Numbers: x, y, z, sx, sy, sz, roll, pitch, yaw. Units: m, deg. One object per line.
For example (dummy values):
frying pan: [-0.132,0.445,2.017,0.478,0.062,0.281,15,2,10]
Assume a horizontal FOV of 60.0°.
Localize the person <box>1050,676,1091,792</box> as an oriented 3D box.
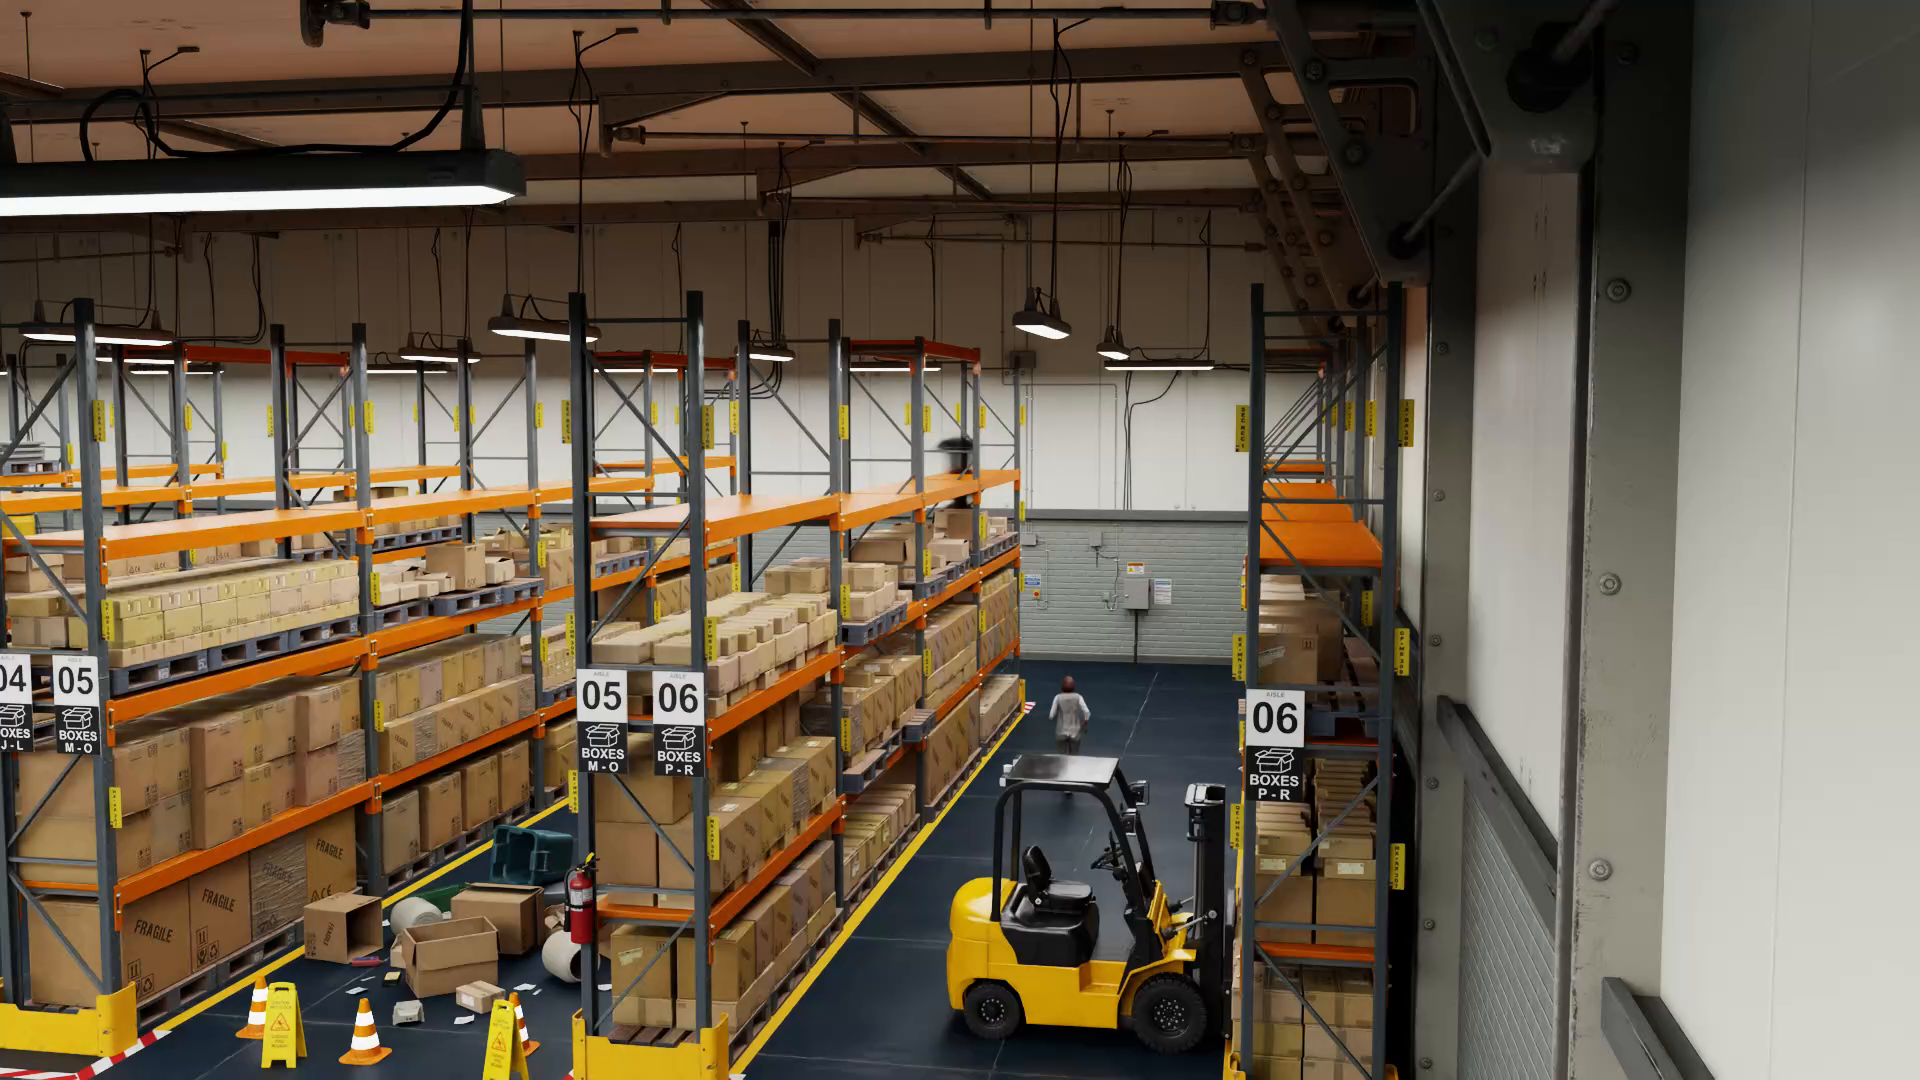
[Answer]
person: [1.468,2.597,22.331,0.537,1.566,0.533,0,5,-1]
